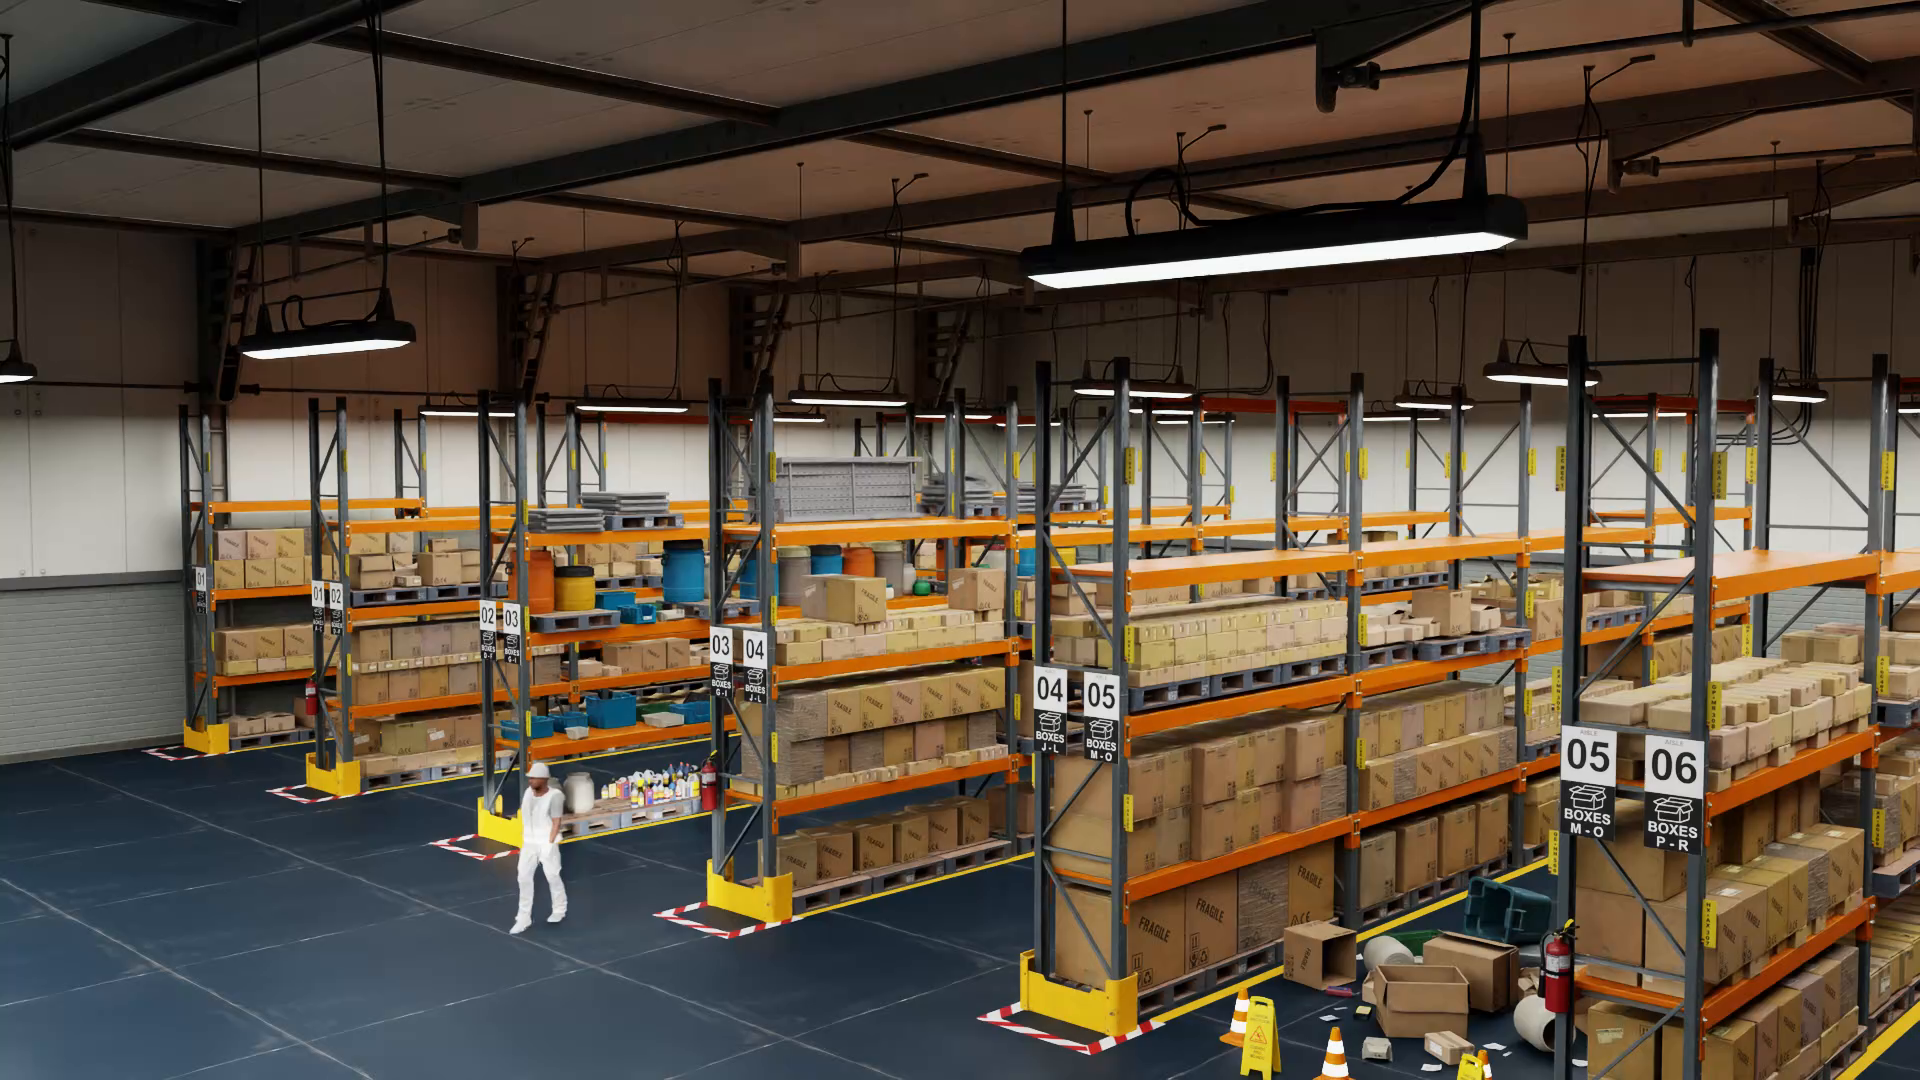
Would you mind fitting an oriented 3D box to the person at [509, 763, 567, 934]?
[{"bbox_3d":[-4.573,3.340,18.078,0.575,1.832,0.692,1,3,23],"label":"person"}]
